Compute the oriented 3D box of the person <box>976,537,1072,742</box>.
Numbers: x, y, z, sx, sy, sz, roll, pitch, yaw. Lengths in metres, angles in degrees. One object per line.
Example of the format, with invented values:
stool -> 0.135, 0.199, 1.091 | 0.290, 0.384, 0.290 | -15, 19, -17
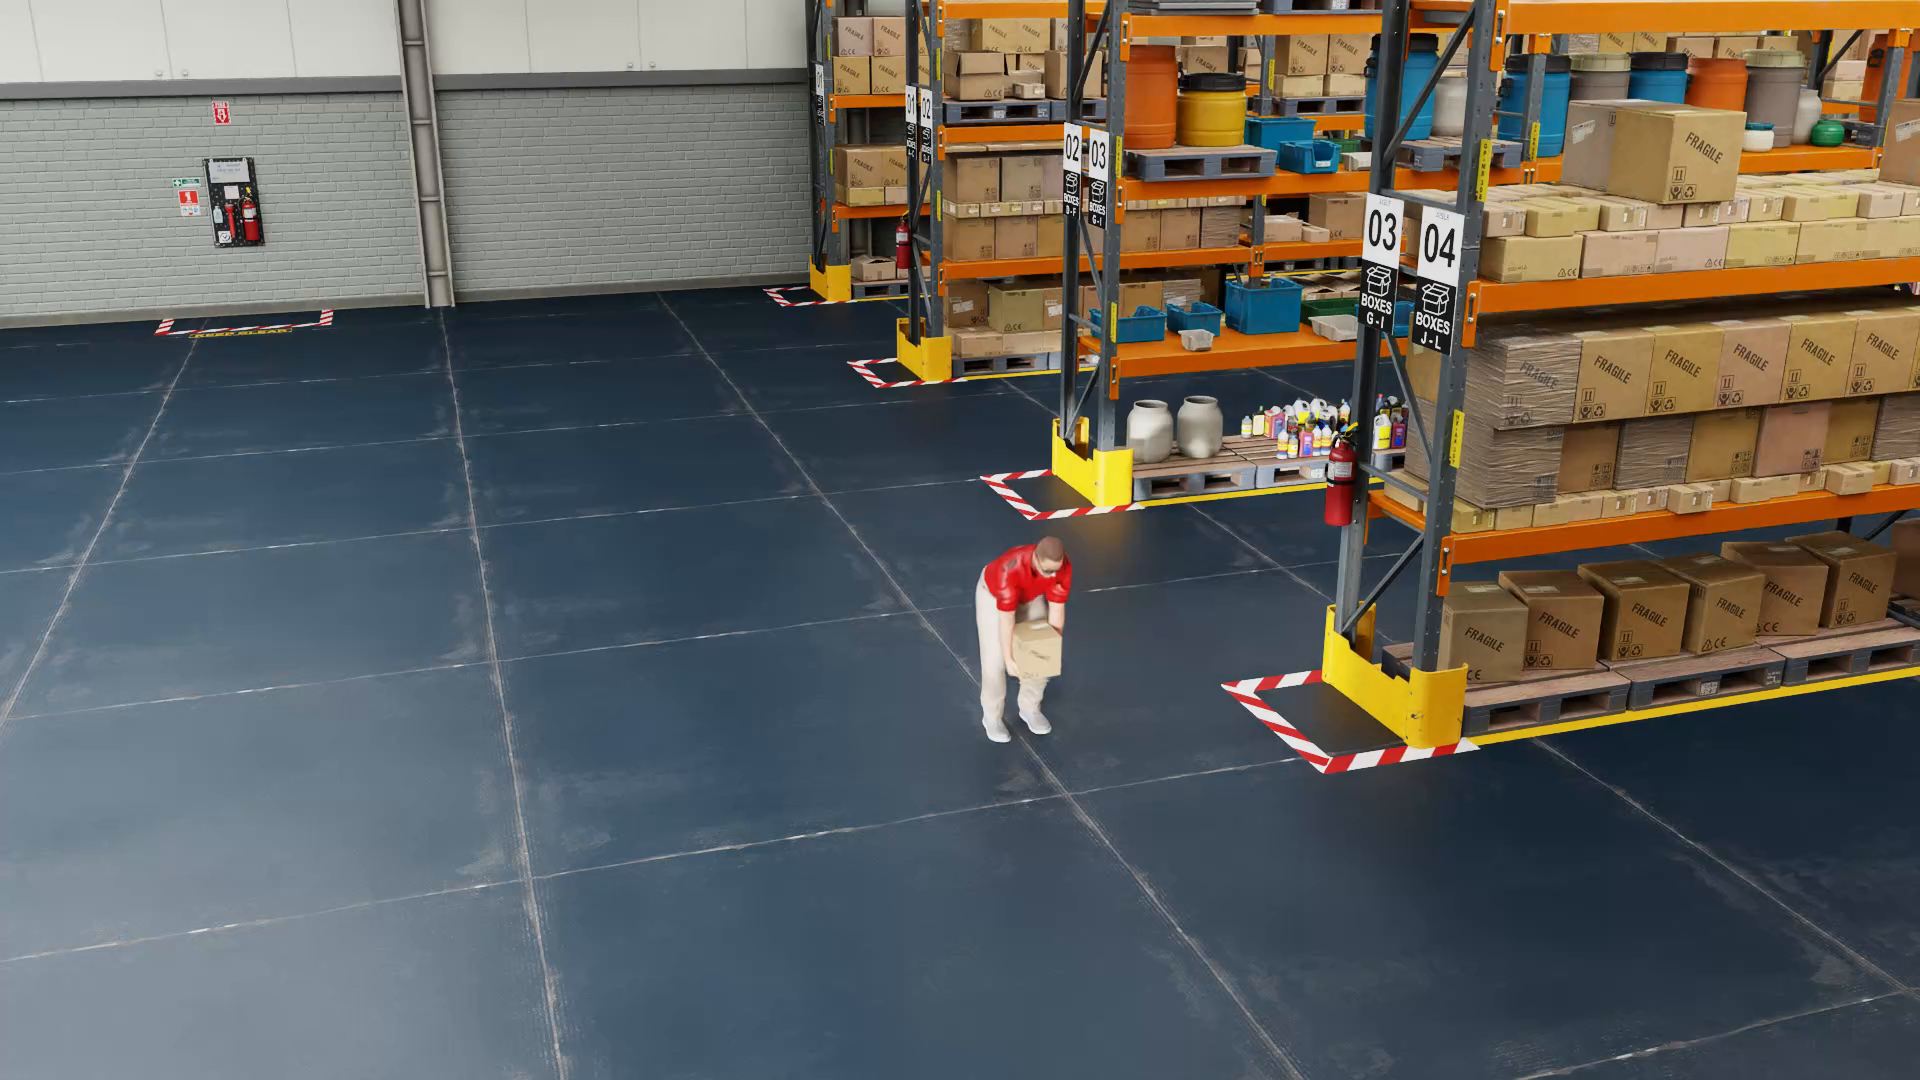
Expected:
person -> 0.393, 0.556, 9.976 | 0.478, 1.414, 0.843 | -7, 20, -19
